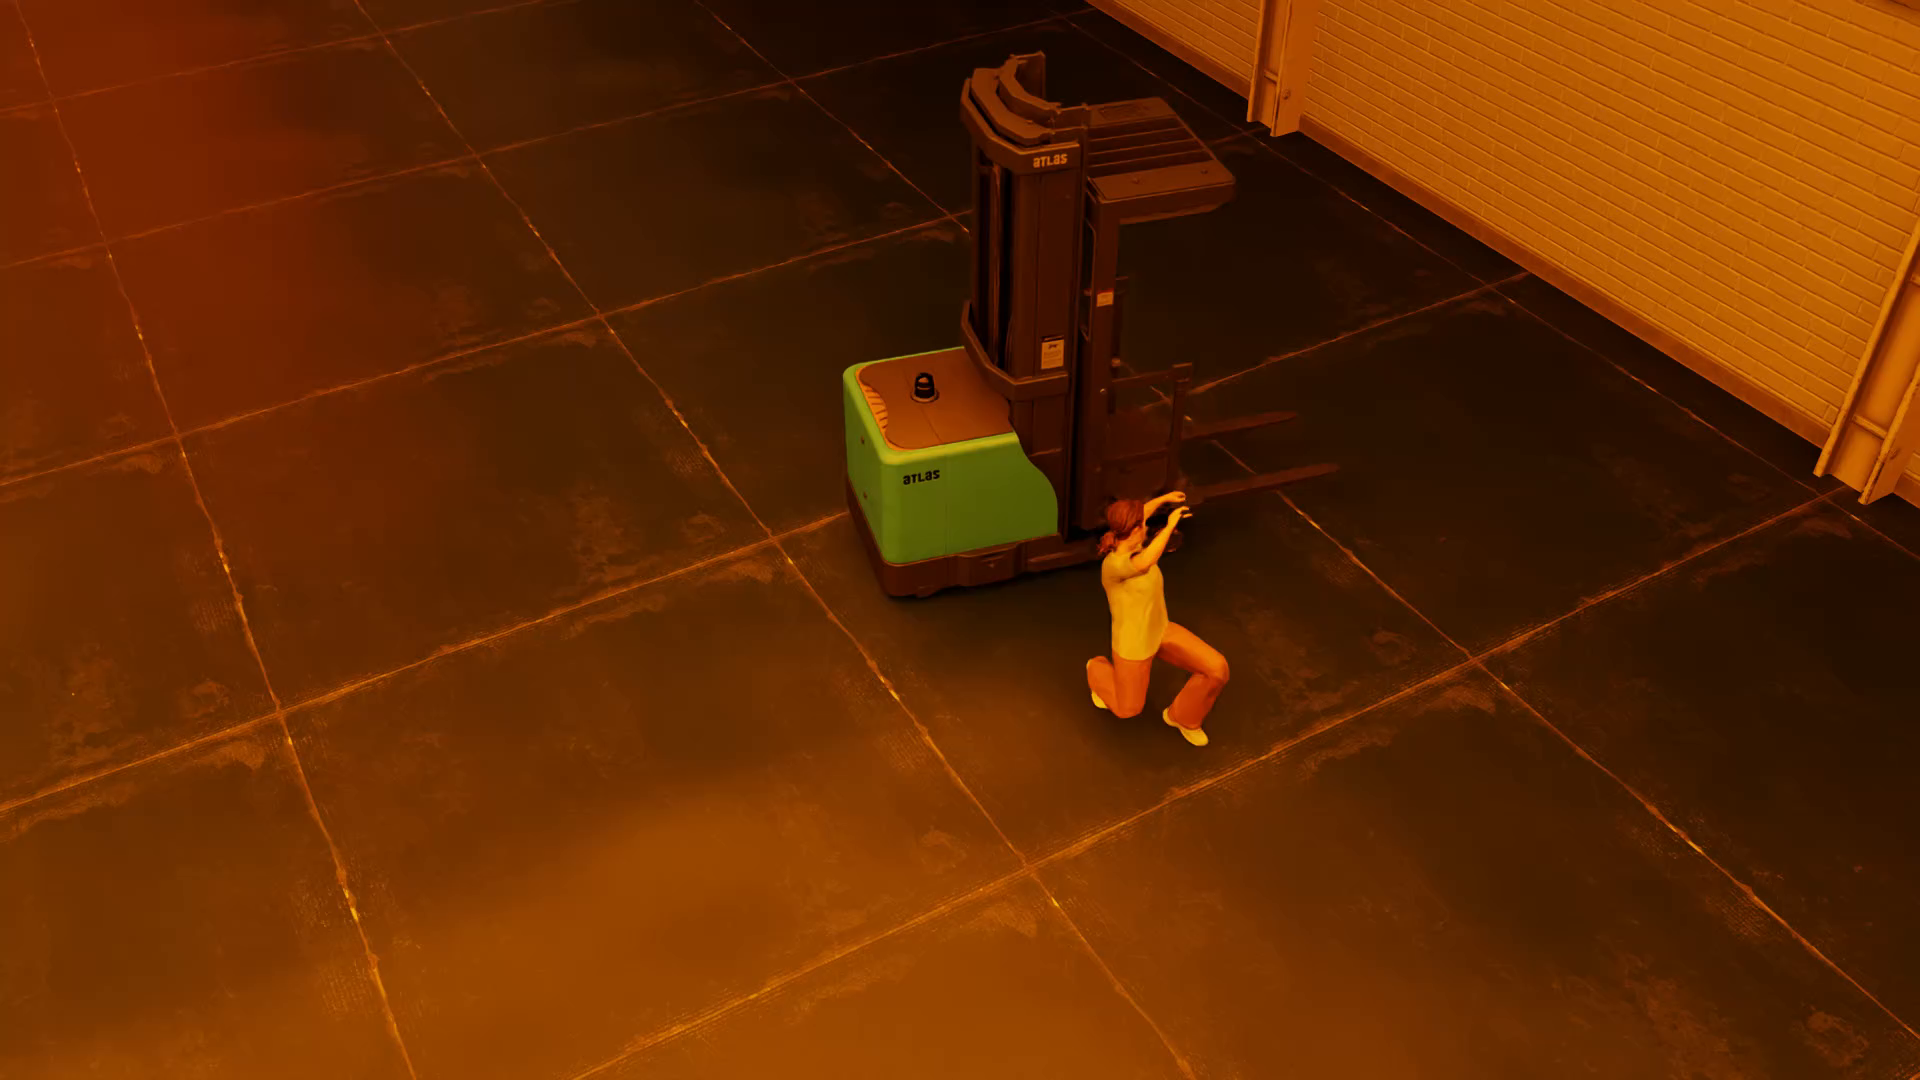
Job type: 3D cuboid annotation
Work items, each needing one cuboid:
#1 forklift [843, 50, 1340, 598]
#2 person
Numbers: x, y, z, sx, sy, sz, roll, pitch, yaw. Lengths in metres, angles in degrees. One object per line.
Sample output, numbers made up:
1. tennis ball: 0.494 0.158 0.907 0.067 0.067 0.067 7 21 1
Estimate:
1. forklift: 0.862 -1.326 9.635 3.031 2.935 1.130 -11 41 -13
2. person: 1.162 0.346 8.823 0.871 1.408 0.959 30 48 31
